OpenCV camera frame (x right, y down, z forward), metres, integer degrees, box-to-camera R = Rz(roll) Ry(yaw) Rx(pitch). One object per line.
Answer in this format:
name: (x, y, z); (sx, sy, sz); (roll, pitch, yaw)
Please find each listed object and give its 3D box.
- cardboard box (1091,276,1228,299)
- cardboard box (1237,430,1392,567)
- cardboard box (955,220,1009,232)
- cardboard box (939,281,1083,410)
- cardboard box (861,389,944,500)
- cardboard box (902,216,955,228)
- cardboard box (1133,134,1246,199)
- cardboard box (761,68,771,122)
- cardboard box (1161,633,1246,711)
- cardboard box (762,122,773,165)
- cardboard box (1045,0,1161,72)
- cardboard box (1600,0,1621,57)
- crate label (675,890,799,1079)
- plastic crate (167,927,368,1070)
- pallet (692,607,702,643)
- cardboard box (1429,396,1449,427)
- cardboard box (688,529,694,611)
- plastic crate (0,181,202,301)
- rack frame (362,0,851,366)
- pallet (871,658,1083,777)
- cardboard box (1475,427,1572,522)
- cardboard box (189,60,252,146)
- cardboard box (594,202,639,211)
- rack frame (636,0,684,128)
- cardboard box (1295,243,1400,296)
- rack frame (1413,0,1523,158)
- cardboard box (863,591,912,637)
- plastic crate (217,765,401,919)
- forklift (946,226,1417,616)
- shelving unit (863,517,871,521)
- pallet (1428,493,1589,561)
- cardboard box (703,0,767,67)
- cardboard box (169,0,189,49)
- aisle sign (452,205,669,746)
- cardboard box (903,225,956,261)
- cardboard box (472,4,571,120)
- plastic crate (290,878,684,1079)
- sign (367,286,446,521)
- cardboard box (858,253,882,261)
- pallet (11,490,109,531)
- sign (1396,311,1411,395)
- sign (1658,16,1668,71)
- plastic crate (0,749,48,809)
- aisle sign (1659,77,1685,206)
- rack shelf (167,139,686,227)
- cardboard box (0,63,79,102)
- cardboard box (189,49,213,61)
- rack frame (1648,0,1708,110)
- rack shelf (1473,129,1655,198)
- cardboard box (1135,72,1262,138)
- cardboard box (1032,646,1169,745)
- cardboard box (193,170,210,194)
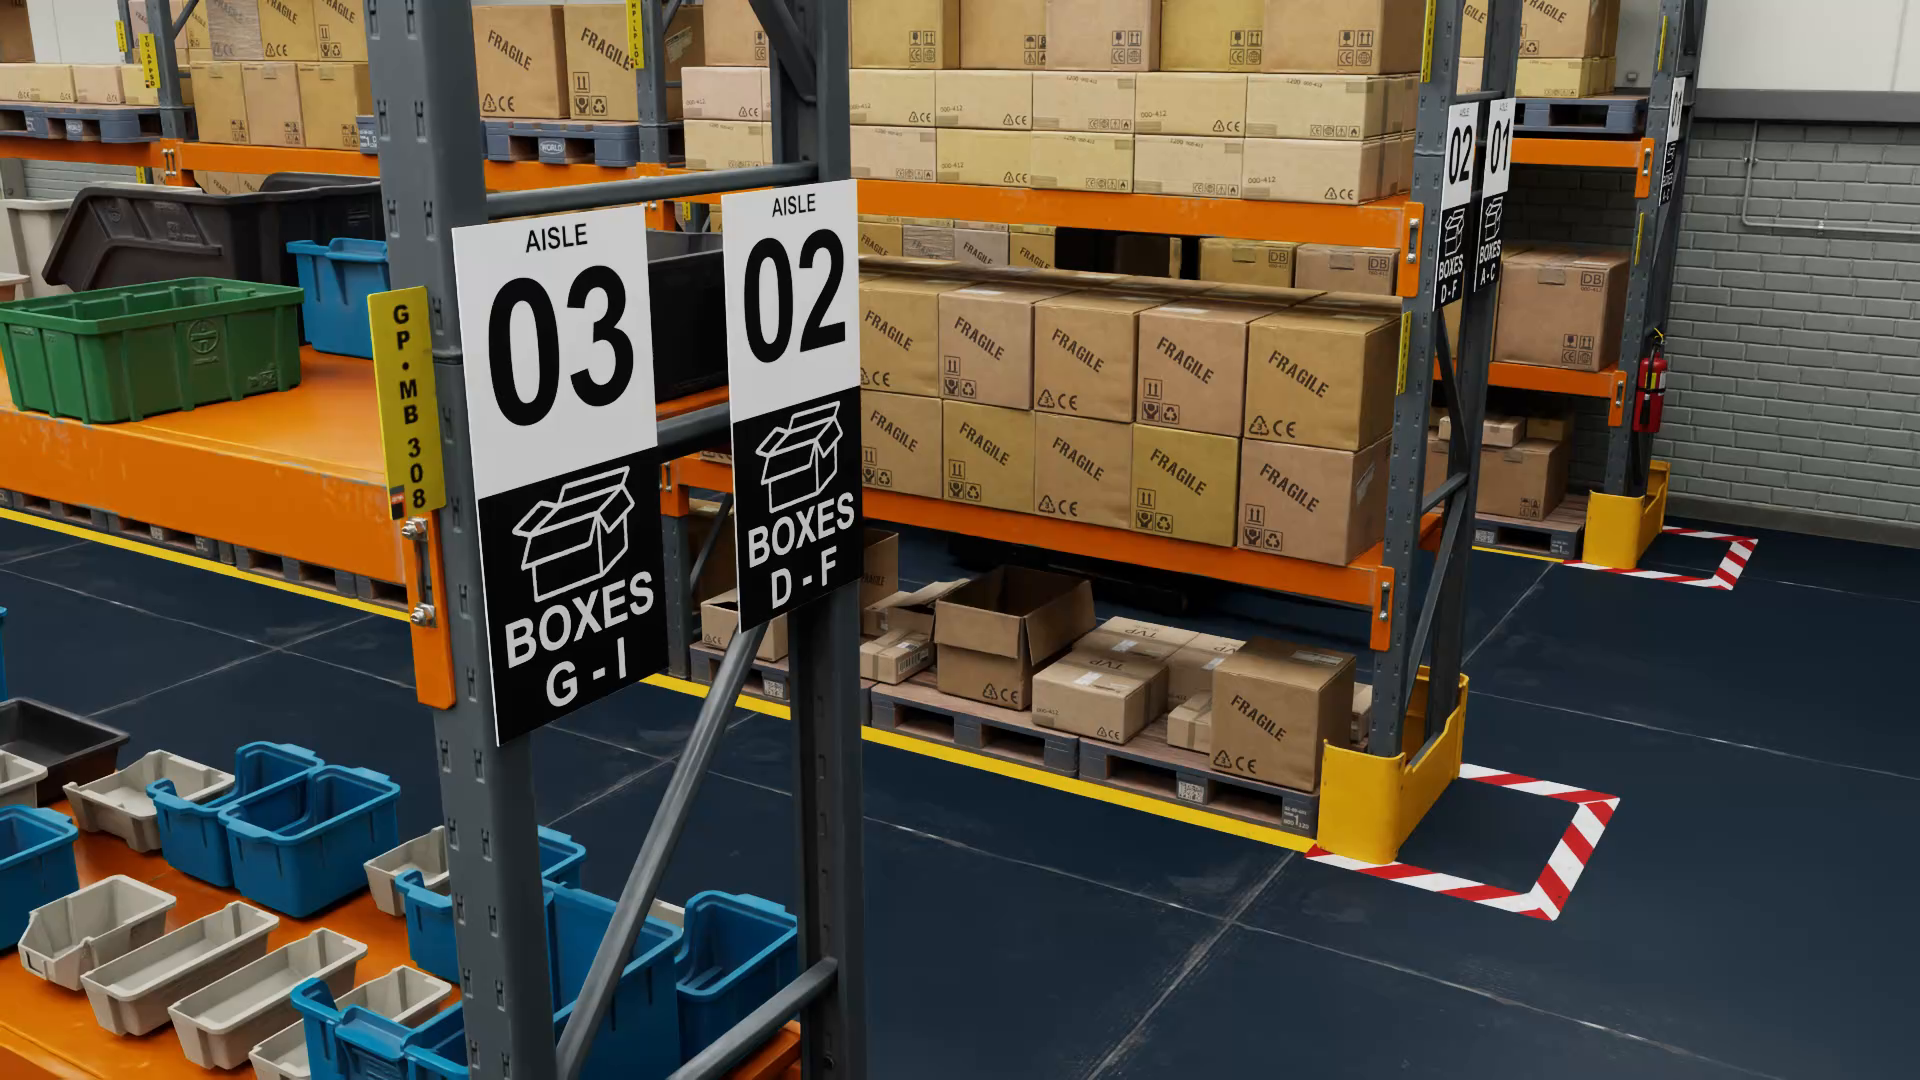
cardboard box: (0.966, -0.988, 8.082); (0.500, 0.500, 0.500); (10, 20, 31)
cardboard box: (1.556, -0.223, 7.282); (0.500, 0.500, 0.500); (11, 20, 32)
cardboard box: (0.298, -2.657, 13.457); (0.500, 0.250, 0.500); (11, 20, 31)
cardboard box: (0.244, -0.933, 7.898); (0.500, 0.500, 0.500); (11, 20, 32)
cardboard box: (-0.174, -0.532, 8.299); (0.500, 0.500, 0.500); (10, 20, 30)
cardboard box: (-0.137, -2.734, 13.713); (0.500, 0.250, 0.500); (11, 20, 31)
cardboard box: (1.084, -1.629, 7.181); (0.500, 0.250, 0.500); (10, 20, 30)
cardboard box: (-0.617, -2.174, 8.115); (0.500, 0.250, 0.500); (10, 20, 30)
cardboard box: (1.339, 0.702, 8.384); (0.500, 0.250, 0.500); (10, 20, 30)
cardboard box: (-0.620, -1.934, 8.184); (0.500, 0.250, 0.500); (10, 20, 30)
cardboard box: (0.770, -2.356, 7.425); (0.500, 0.500, 0.700); (10, 20, 30)
cardboard box: (4.173, -3.544, 11.299); (0.500, 0.500, 0.500); (9, 19, 28)
crate label: (-0.554, 0.984, 3.665); (0.303, 0.233, 0.416); (10, 20, 30)
plastic crate: (-1.545, 1.023, 3.705); (0.243, 0.136, 0.396); (10, 20, 30)
pallet: (-2.042, 0.437, 10.079); (1.213, 0.211, 1.003); (10, 20, 30)
cardboard box: (3.586, -0.944, 12.291); (0.250, 0.149, 0.380); (10, 20, 31)
cardboard box: (-1.899, 0.199, 9.610); (0.500, 0.500, 0.500); (10, 20, 30)
plastic crate: (-2.243, -0.740, 4.200); (0.530, 0.282, 0.437); (10, 20, 30)
rack frame: (-0.516, -1.819, 2.385); (0.127, 3.000, 1.000); (10, 20, 30)
pallet: (0.300, 0.842, 8.748); (1.213, 0.211, 1.003); (10, 20, 30)
cardboard box: (4.020, -0.488, 11.906); (0.500, 0.500, 0.700); (10, 20, 30)
cardboard box: (-4.348, -2.816, 10.659); (0.500, 0.500, 0.910); (10, 20, 30)
cardboard box: (-3.044, -3.024, 15.747); (0.500, 0.500, 0.700); (8, 19, 25)
rack frame: (-1.329, -3.653, 8.425); (0.127, 3.000, 1.000); (10, 20, 30)
cardboard box: (2.959, -1.846, 12.283); (0.700, 0.700, 0.980); (9, 19, 27)
rack frame: (2.080, -3.045, 6.422); (0.127, 3.000, 1.000); (10, 20, 30)
cardboard box: (-0.344, 0.429, 9.455); (0.250, 0.149, 0.380); (10, 20, 30)
plastic crate: (-1.676, 0.784, 4.324); (0.300, 0.233, 0.416); (10, 20, 30)
forklift: (1.399, -1.107, 10.482); (3.031, 2.935, 1.130); (12, 21, 34)
shelving unit: (-0.247, -0.781, 11.871); (1.083, 1.500, 0.587); (12, 21, 34)
pallet: (3.947, -0.170, 12.077); (1.213, 0.211, 1.003); (10, 20, 30)
cardboard box: (-0.894, -2.680, 8.489); (0.500, 0.500, 0.700); (10, 20, 30)
cardboard box: (-8.363, -5.599, 18.065); (0.500, 0.500, 0.500); (10, 19, 29)
aisle sign: (-0.608, -0.108, 2.605); (0.004, 0.787, 0.394); (10, 20, 30)
cardboard box: (-0.128, -2.371, 13.809); (0.500, 0.500, 0.500); (10, 20, 30)
cardboard box: (-2.301, -2.705, 9.399); (0.600, 0.600, 0.600); (10, 19, 29)
plastic crate: (-0.899, 1.002, 3.259); (0.499, 0.435, 0.616); (10, 20, 30)
sign: (-0.790, -0.195, 2.380); (0.005, 0.325, 0.100); (10, 20, 30)
cardboard box: (-0.762, -1.296, 9.095); (0.500, 0.500, 0.500); (10, 20, 30)
pallet: (-6.454, -0.378, 12.761); (1.213, 0.211, 1.003); (10, 20, 30)
sign: (1.772, -0.745, 6.637); (0.005, 0.325, 0.100); (10, 20, 30)
sign: (4.373, -3.090, 10.346); (0.005, 0.325, 0.100); (10, 20, 30)
plastic crate: (-2.719, 0.749, 4.354); (0.530, 0.282, 0.437); (10, 20, 30)
aisle sign: (4.573, -2.560, 10.676); (0.004, 0.787, 0.394); (10, 20, 30)
rack shelf: (-3.033, -2.178, 9.967); (4.000, 0.370, 1.077); (10, 20, 30)
cardboard box: (-6.549, -3.258, 11.821); (0.500, 0.250, 0.500); (8, 19, 25)
cardboard box: (-7.927, -5.047, 17.967); (0.500, 0.500, 0.500); (11, 20, 33)
rack frame: (4.669, -4.272, 10.463); (0.127, 3.000, 1.000); (10, 20, 30)
rack shelf: (2.965, -2.797, 12.005); (4.000, 0.370, 1.077); (10, 20, 30)
cardboard box: (1.082, -1.868, 7.107); (0.500, 0.250, 0.500); (10, 20, 30)
cardboard box: (0.694, 0.757, 8.201); (0.500, 0.250, 0.500); (10, 20, 30)
cardboard box: (-8.299, -3.907, 18.517); (0.500, 0.500, 0.500); (10, 20, 30)
